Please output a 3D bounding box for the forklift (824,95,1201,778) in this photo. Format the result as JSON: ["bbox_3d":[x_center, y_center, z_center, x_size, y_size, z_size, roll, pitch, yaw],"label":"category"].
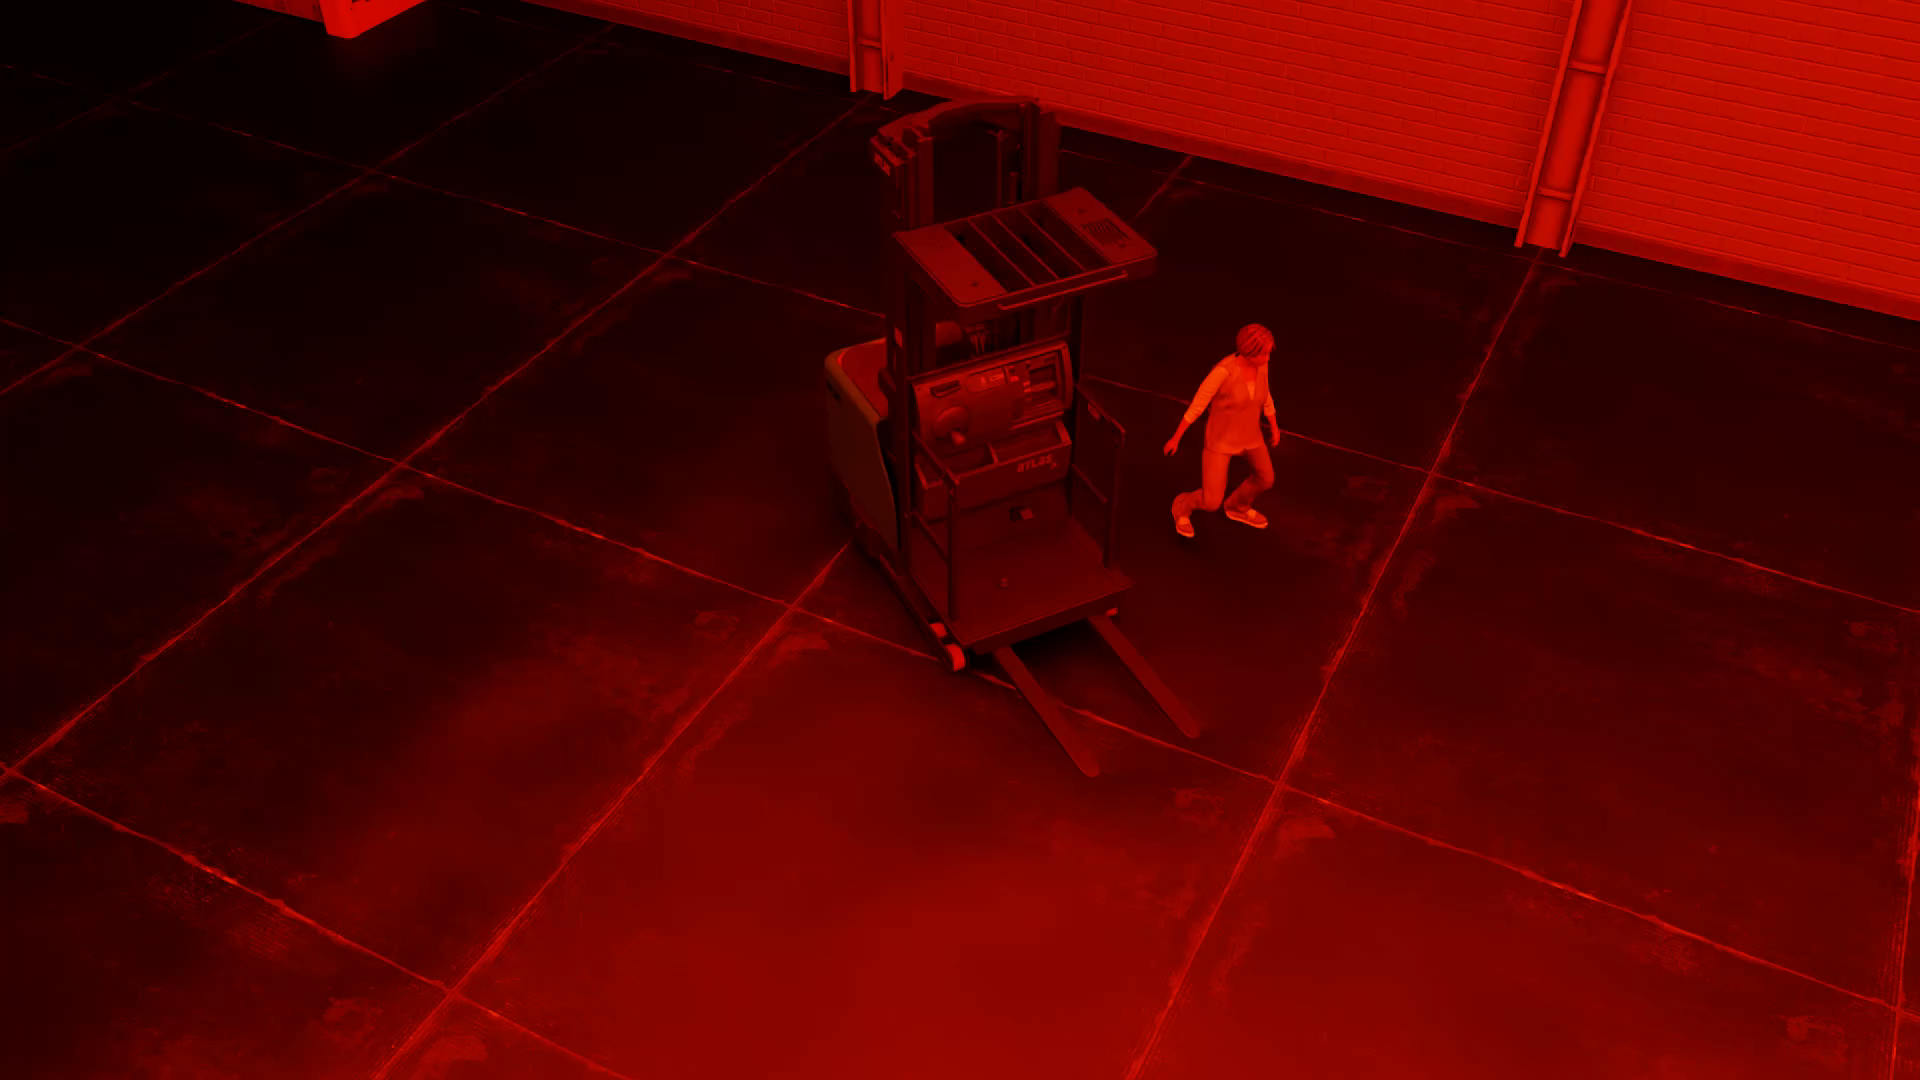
[{"bbox_3d":[0.284,-0.707,8.825,1.130,2.935,3.031,-18,43,-20],"label":"forklift"}]

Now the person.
[{"bbox_3d":[1.554,-0.621,9.825,0.743,1.529,0.444,-17,43,-19],"label":"person"}]
